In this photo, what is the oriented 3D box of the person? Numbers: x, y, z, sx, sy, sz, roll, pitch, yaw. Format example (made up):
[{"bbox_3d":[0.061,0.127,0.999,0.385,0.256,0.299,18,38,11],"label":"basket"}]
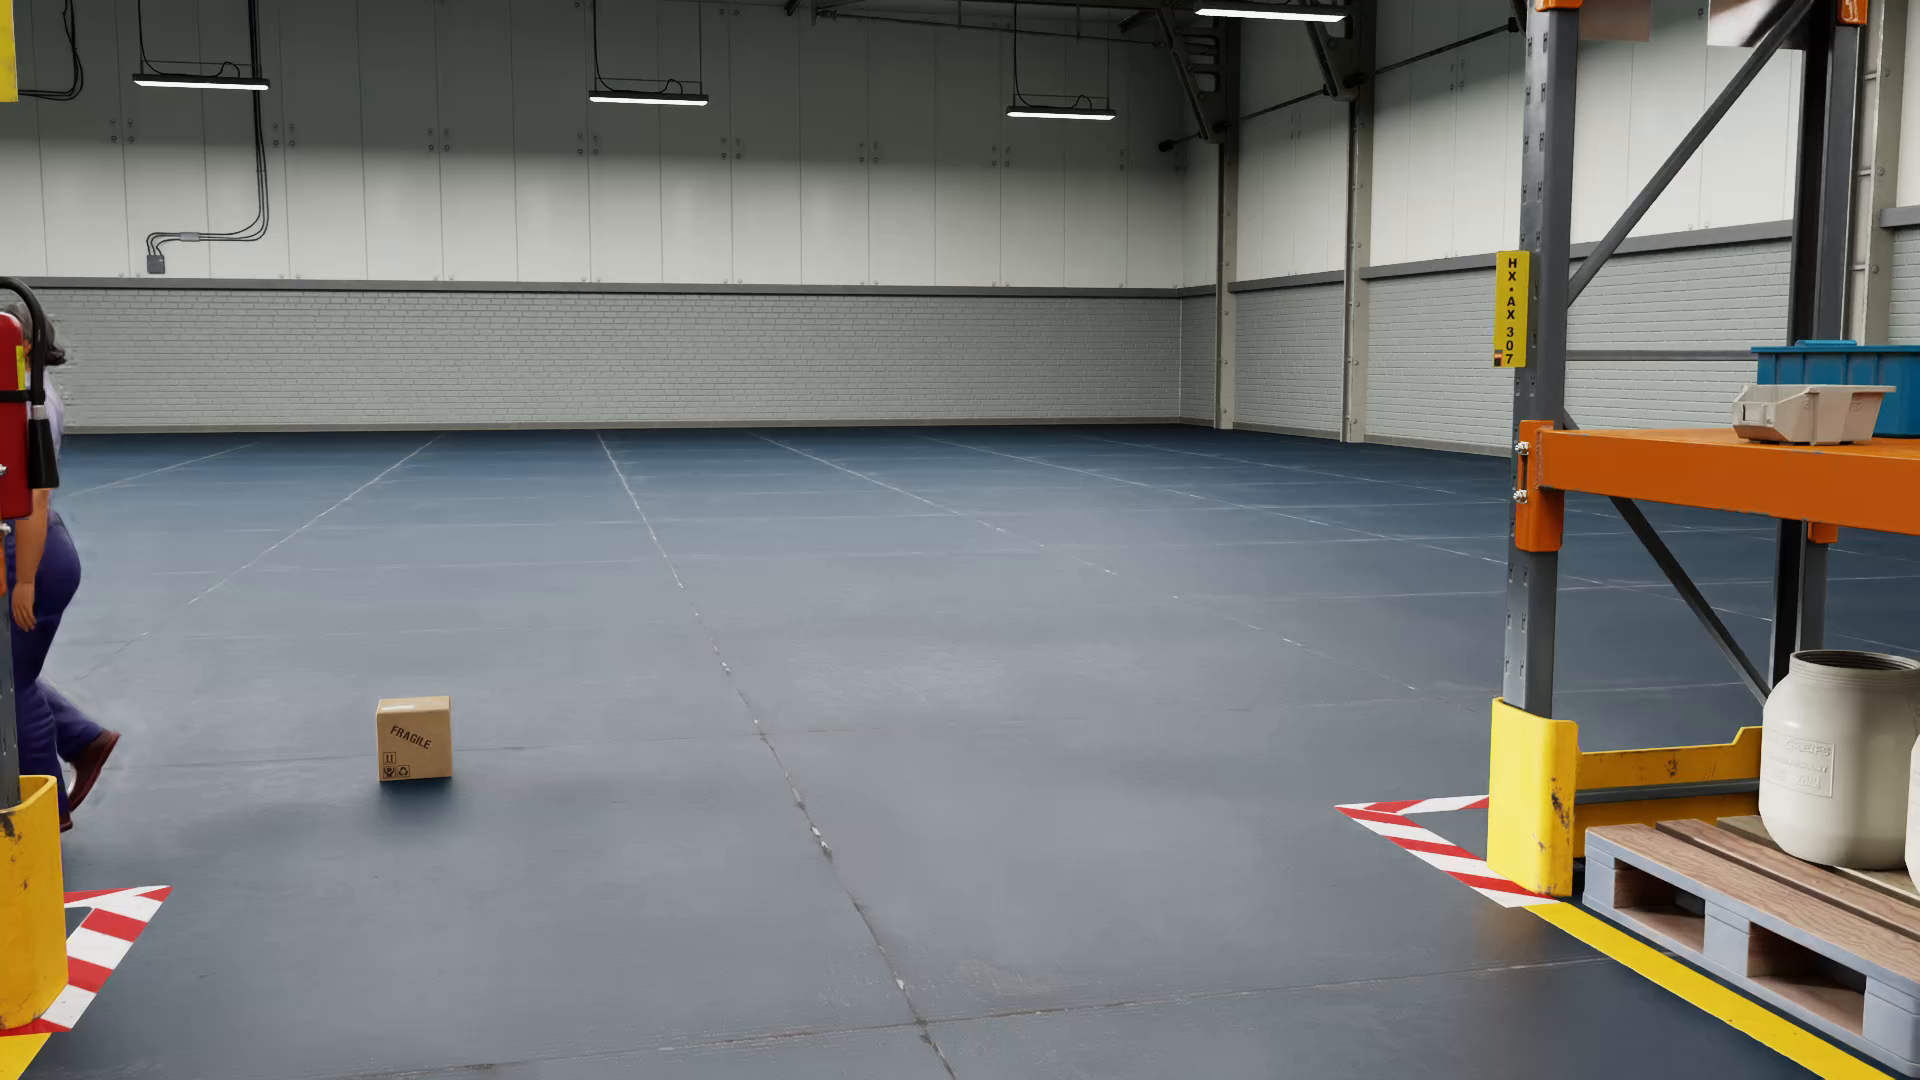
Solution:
[{"bbox_3d":[-2.930,0.103,5.092,0.451,1.647,0.504,-3,7,-27],"label":"person"}]
